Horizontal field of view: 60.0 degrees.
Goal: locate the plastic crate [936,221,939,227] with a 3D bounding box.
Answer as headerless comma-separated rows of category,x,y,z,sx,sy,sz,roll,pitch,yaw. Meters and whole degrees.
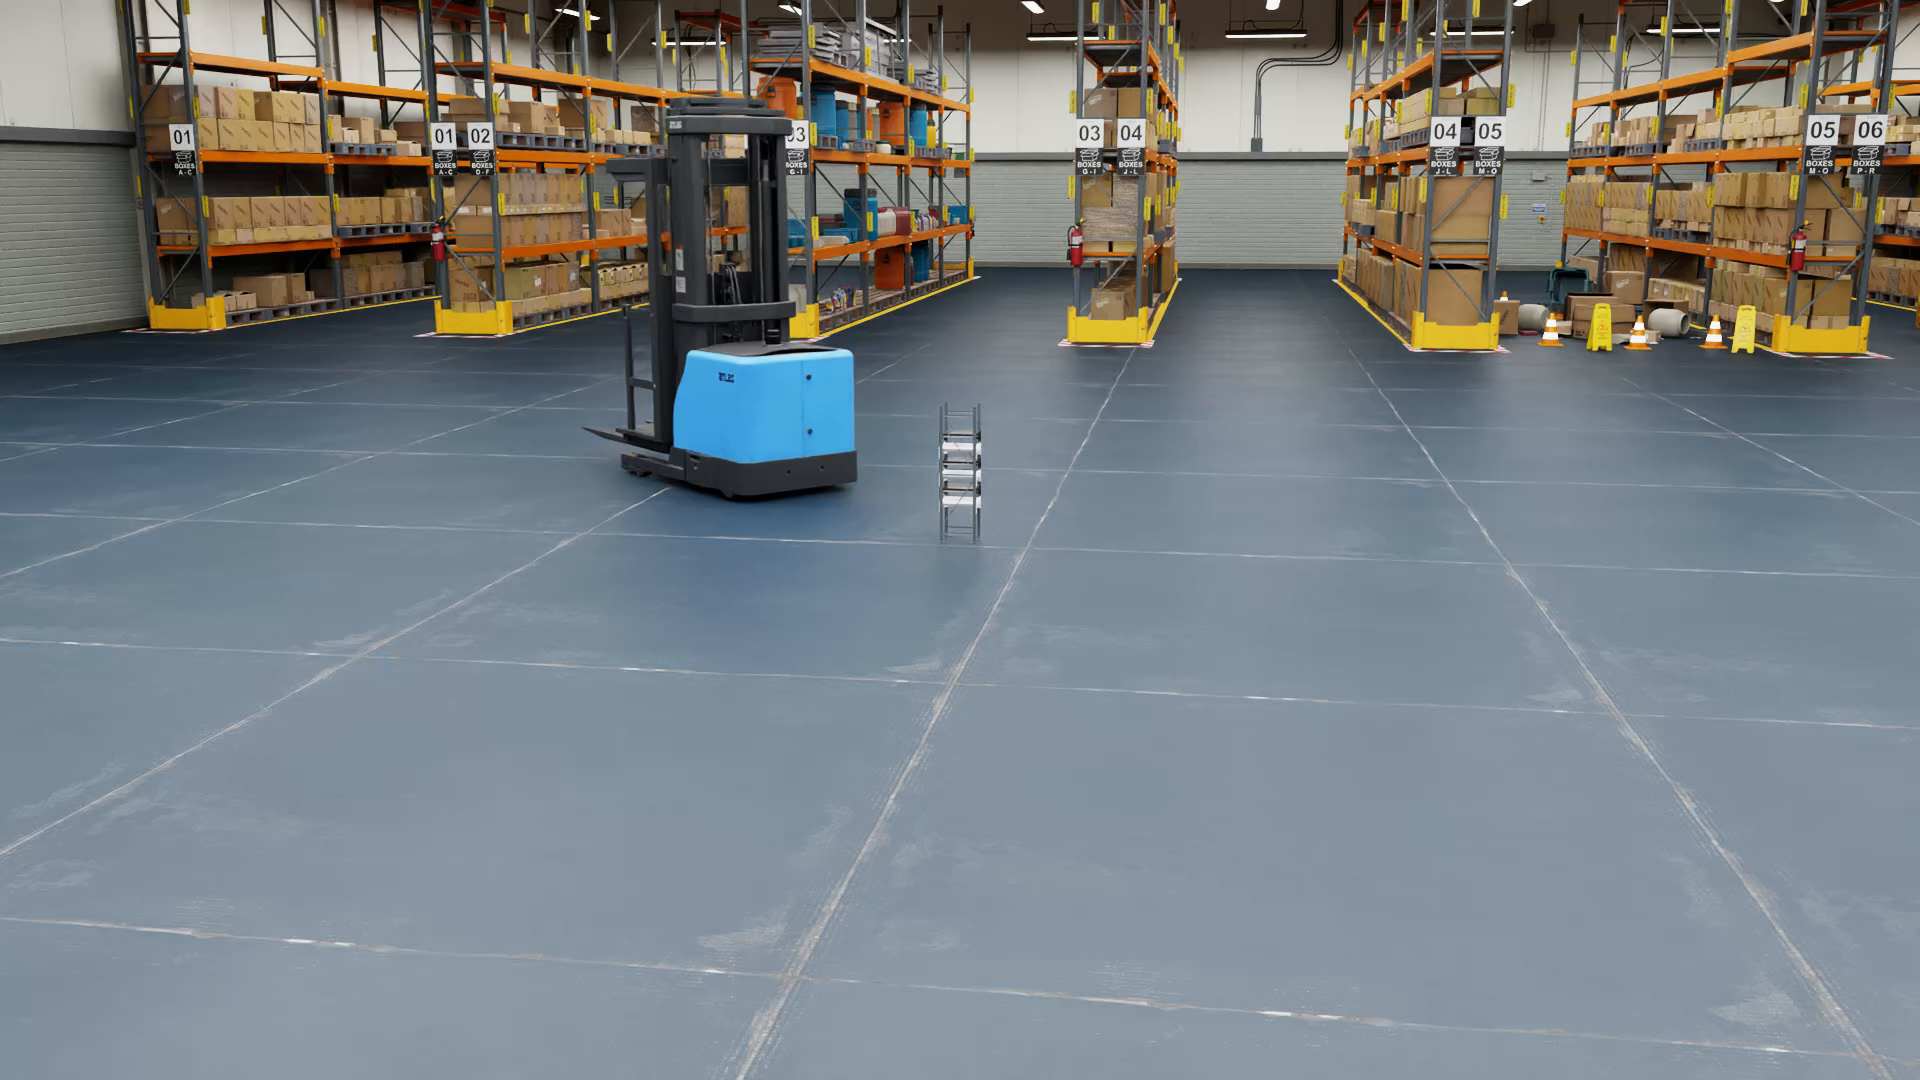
plastic crate,-0.659,-7.056,37.098,0.396,0.136,0.243,2,12,9

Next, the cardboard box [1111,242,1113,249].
cardboard box,2.177,-4.556,25.610,0.380,0.149,0.250,2,12,9

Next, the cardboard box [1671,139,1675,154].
cardboard box,12.944,-7.036,29.723,0.396,0.266,0.258,2,12,9

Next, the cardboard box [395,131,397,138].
cardboard box,-11.614,-7.934,33.284,0.500,0.500,0.500,2,12,9

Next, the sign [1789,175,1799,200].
sign,11.424,-4.826,22.770,0.100,0.325,0.005,2,12,9

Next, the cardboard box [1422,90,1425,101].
cardboard box,6.858,-6.397,23.906,0.380,0.149,0.250,2,12,10

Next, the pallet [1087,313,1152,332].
pallet,2.539,-3.479,26.634,1.003,0.211,1.213,2,12,9

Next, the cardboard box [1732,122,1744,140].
cardboard box,12.176,-6.264,25.471,0.500,0.250,0.500,2,12,8

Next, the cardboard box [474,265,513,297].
cardboard box,-7.683,-4.284,27.503,0.500,0.500,0.500,2,12,9

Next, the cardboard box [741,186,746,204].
cardboard box,-5.256,-8.066,38.688,0.500,0.500,0.500,2,12,7

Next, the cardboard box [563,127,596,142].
cardboard box,-6.891,-7.285,29.918,0.500,0.250,0.500,3,13,15

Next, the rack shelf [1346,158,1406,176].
rack shelf,9.216,-8.252,36.752,1.077,0.370,4.000,2,12,9

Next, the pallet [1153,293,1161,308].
pallet,3.286,-4.544,31.579,1.003,0.211,1.213,2,12,9

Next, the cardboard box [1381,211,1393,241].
cardboard box,7.725,-5.538,29.333,0.500,0.500,0.500,2,12,8

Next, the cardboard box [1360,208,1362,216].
cardboard box,8.076,-6.448,32.687,0.380,0.149,0.250,2,12,8

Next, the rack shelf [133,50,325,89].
rack shelf,-12.198,-7.882,27.922,1.077,0.370,4.000,2,12,9

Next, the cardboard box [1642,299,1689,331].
cardboard box,11.075,-3.517,26.119,0.500,0.500,0.500,-10,16,-40

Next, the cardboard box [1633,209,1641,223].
cardboard box,13.098,-6.136,31.515,0.500,0.250,0.500,2,12,7

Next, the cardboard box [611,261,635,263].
cardboard box,-6.751,-5.428,33.257,0.500,0.311,0.500,2,12,11

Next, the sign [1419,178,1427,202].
sign,6.529,-4.925,23.417,0.100,0.325,0.005,2,12,9

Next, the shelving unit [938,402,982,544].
shelving unit,0.001,-0.442,10.906,0.258,0.900,0.210,2,12,9

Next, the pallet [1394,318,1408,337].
pallet,7.298,-3.282,25.722,1.003,0.211,1.213,2,12,9

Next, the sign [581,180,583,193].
sign,-9.511,-8.878,41.759,0.100,0.325,0.005,2,12,9

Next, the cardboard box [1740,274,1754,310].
cardboard box,11.996,-3.700,24.793,0.500,0.500,0.500,2,12,7

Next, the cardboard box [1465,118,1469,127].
cardboard box,7.548,-6.040,24.141,0.380,0.149,0.250,2,12,9

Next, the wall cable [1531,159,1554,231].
wall cable,15.274,-9.101,43.617,0.585,1.953,0.123,2,12,9

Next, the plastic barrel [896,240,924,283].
plastic barrel,-1.081,-5.983,35.618,0.600,0.901,0.708,2,12,9

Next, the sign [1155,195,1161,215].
sign,3.330,-5.645,28.011,0.100,0.325,0.005,2,12,9

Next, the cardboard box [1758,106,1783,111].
cardboard box,13.137,-6.972,27.276,0.500,0.250,0.500,2,12,7

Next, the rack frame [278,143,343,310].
rack frame,-11.891,-5.719,30.410,1.000,3.000,0.127,2,12,9

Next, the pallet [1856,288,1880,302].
pallet,18.632,-4.888,33.173,1.003,0.211,1.213,2,12,9

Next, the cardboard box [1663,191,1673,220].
cardboard box,12.829,-5.954,29.559,0.500,0.500,0.500,3,12,12

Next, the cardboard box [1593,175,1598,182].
cardboard box,13.768,-7.720,35.547,0.380,0.149,0.250,2,12,8

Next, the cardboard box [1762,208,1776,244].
cardboard box,11.862,-4.504,23.829,0.500,0.500,0.500,2,12,9

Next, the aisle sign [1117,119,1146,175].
aisle sign,2.464,-5.653,23.933,0.394,0.787,0.004,2,12,9

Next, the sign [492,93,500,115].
sign,-7.063,-6.640,25.300,0.100,0.325,0.005,2,12,9

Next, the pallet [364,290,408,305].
pallet,-11.587,-4.773,32.638,1.003,0.211,1.213,2,12,9

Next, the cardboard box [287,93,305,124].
cardboard box,-11.774,-7.505,28.918,0.500,0.500,0.500,3,12,12

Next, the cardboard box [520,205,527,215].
cardboard box,-7.219,-5.327,26.813,0.380,0.149,0.250,2,12,8

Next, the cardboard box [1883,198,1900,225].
cardboard box,18.224,-6.311,31.924,0.700,0.500,0.500,2,12,8

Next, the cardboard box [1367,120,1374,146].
cardboard box,8.541,-8.126,33.217,0.797,0.503,0.637,2,12,8

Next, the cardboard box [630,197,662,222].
cardboard box,-6.395,-6.781,34.103,0.700,0.500,0.500,-2,12,-10

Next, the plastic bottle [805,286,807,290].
plastic bottle,-2.636,-4.163,28.436,0.144,0.351,0.185,2,12,10

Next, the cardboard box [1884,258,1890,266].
cardboard box,18.304,-5.434,32.484,0.380,0.149,0.250,2,12,9

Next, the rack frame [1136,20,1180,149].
rack frame,4.638,-10.668,39.135,1.000,3.000,0.127,2,12,9

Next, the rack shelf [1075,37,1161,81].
rack shelf,2.485,-7.401,25.688,1.077,0.370,4.000,2,12,9

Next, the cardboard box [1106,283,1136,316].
cardboard box,2.593,-3.888,26.849,0.500,0.500,0.500,1,12,4

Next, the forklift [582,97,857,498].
forklift,-2.098,-1.996,13.297,1.130,2.935,3.031,-9,15,-37

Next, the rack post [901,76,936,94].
rack post,-1.057,-9.326,34.094,0.937,0.300,0.954,3,13,15
